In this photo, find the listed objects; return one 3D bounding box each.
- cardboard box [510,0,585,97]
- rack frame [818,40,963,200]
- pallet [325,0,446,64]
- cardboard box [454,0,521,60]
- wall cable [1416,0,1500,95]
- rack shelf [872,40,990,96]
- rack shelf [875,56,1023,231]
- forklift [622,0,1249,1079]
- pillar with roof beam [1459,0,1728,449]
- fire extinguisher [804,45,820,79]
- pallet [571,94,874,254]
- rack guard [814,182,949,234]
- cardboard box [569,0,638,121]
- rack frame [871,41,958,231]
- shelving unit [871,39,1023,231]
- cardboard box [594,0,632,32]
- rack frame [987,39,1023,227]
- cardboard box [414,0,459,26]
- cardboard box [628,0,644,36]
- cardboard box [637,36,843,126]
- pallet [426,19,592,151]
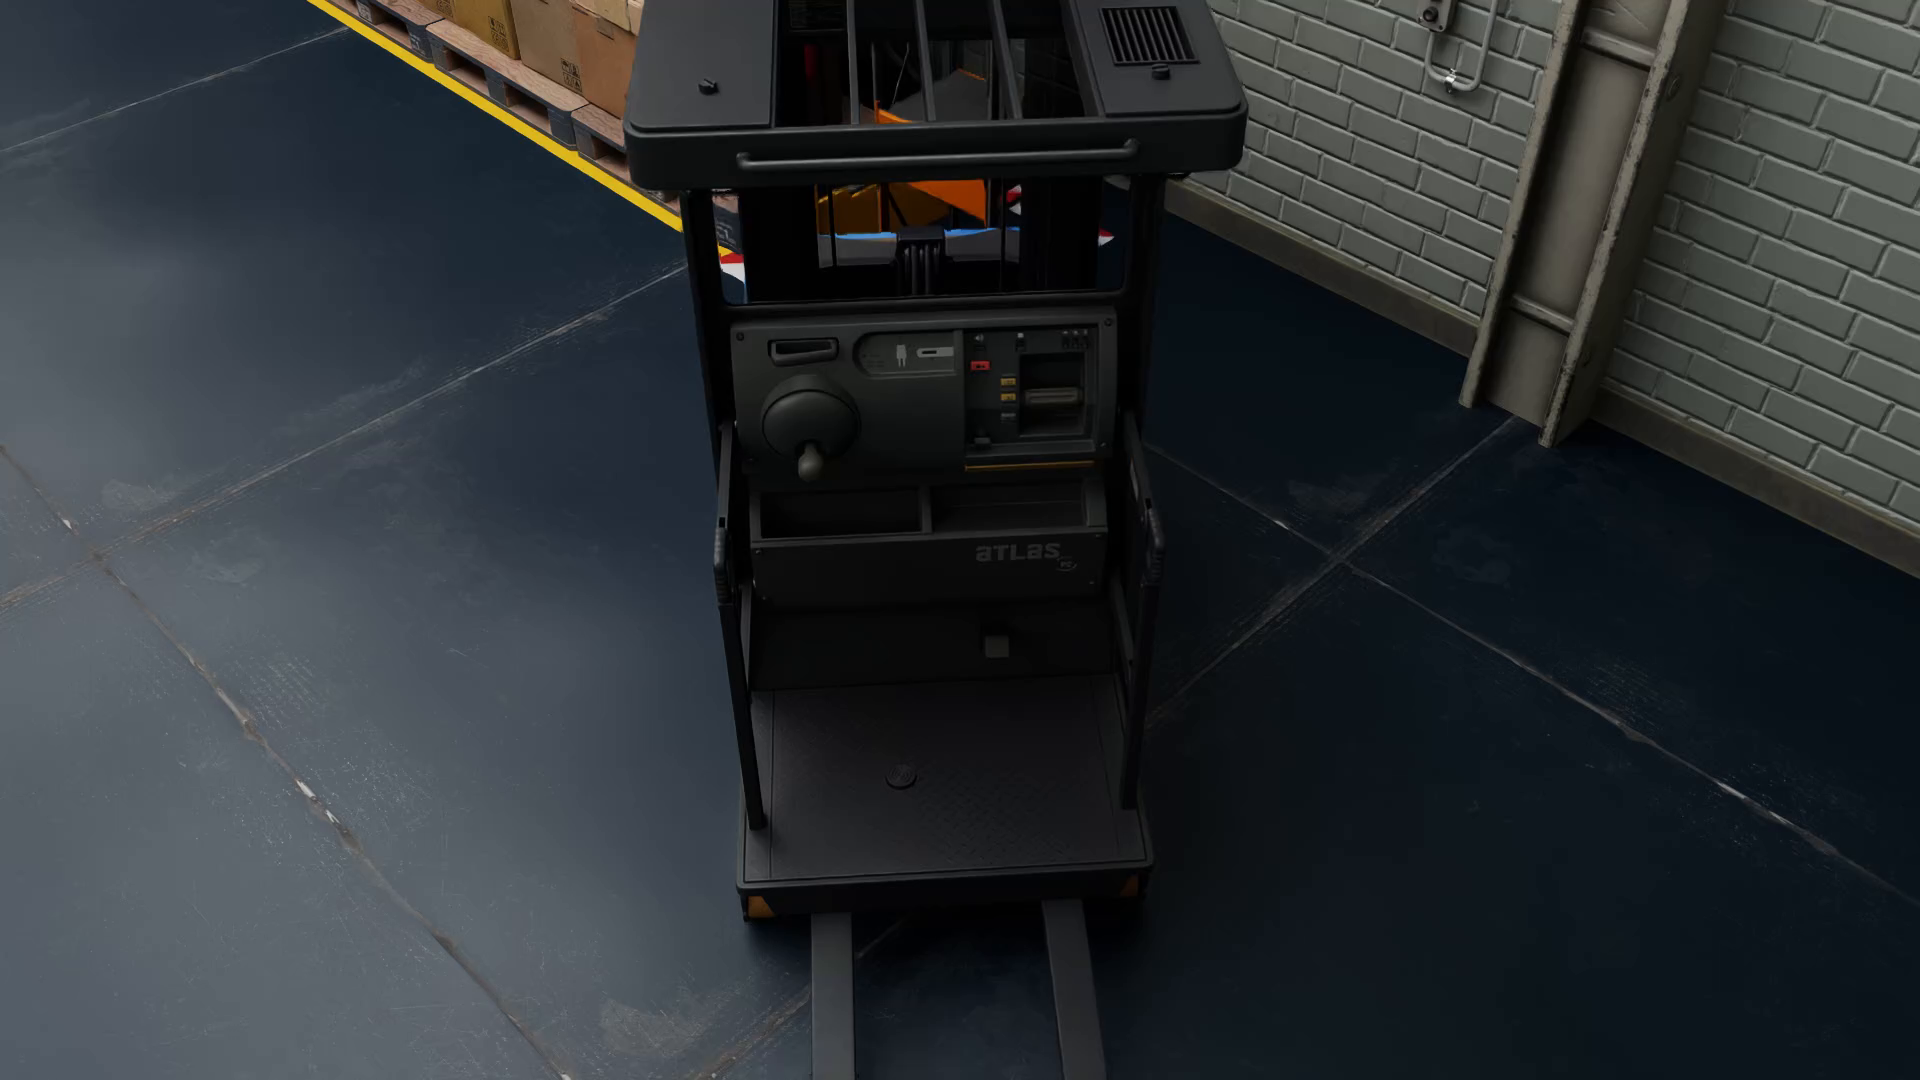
[{"bbox_3d":[-1.654,-2.493,7.770,0.500,0.500,0.700,32,52,30],"label":"cardboard box"},{"bbox_3d":[-0.380,-2.486,6.230,1.000,3.000,0.127,-34,53,-31],"label":"rack frame"},{"bbox_3d":[-2.723,-2.981,8.821,1.003,0.211,1.213,-34,53,-31],"label":"pallet"},{"bbox_3d":[-2.036,-2.745,8.043,0.700,0.500,0.500,-33,52,-30],"label":"cardboard box"},{"bbox_3d":[1.194,-2.697,5.710,0.084,1.984,1.851,-34,53,-31],"label":"wall cable"},{"bbox_3d":[0.039,-1.743,5.078,0.480,0.518,0.431,31,51,29],"label":"rack shelf"},{"bbox_3d":[0.039,-1.229,5.553,0.480,0.518,0.431,31,51,29],"label":"rack shelf"},{"bbox_3d":[-0.065,-0.267,3.879,1.130,2.935,3.031,-3,43,-3],"label":"forklift"},{"bbox_3d":[-0.909,-1.743,1.006,9.100,9.000,0.400,-34,53,-31],"label":"pillar with roof beam"},{"bbox_3d":[-0.600,-2.027,6.065,0.296,0.674,0.183,-34,53,-31],"label":"fire extinguisher"},{"bbox_3d":[-1.000,-1.809,7.552,1.003,0.211,1.213,-34,53,-31],"label":"pallet"},{"bbox_3d":[-0.363,-1.557,7.066,1.175,0.500,0.348,-34,53,-31],"label":"rack guard"},{"bbox_3d":[-1.299,-2.251,7.508,0.500,0.500,0.700,34,53,31],"label":"cardboard box"},{"bbox_3d":[-0.144,-1.349,5.662,0.015,2.100,0.400,31,51,29],"label":"rack frame"},{"bbox_3d":[0.039,-1.239,5.544,0.503,2.100,0.431,31,51,29],"label":"shelving unit"},{"bbox_3d":[-1.346,-2.346,7.133,0.380,0.149,0.250,-33,52,-30],"label":"cardboard box"},{"bbox_3d":[0.222,-1.130,5.425,0.015,2.100,0.400,31,51,29],"label":"rack frame"},{"bbox_3d":[-2.397,-2.993,8.311,0.500,0.500,0.700,34,52,31],"label":"cardboard box"},{"bbox_3d":[-1.165,-2.223,7.000,0.250,0.149,0.380,34,52,31],"label":"cardboard box"},{"bbox_3d":[-0.945,-2.011,7.248,0.700,0.500,0.500,-34,53,-31],"label":"cardboard box"},{"bbox_3d":[-1.858,-2.395,8.186,1.003,0.211,1.213,-34,53,-31],"label":"pallet"}]
